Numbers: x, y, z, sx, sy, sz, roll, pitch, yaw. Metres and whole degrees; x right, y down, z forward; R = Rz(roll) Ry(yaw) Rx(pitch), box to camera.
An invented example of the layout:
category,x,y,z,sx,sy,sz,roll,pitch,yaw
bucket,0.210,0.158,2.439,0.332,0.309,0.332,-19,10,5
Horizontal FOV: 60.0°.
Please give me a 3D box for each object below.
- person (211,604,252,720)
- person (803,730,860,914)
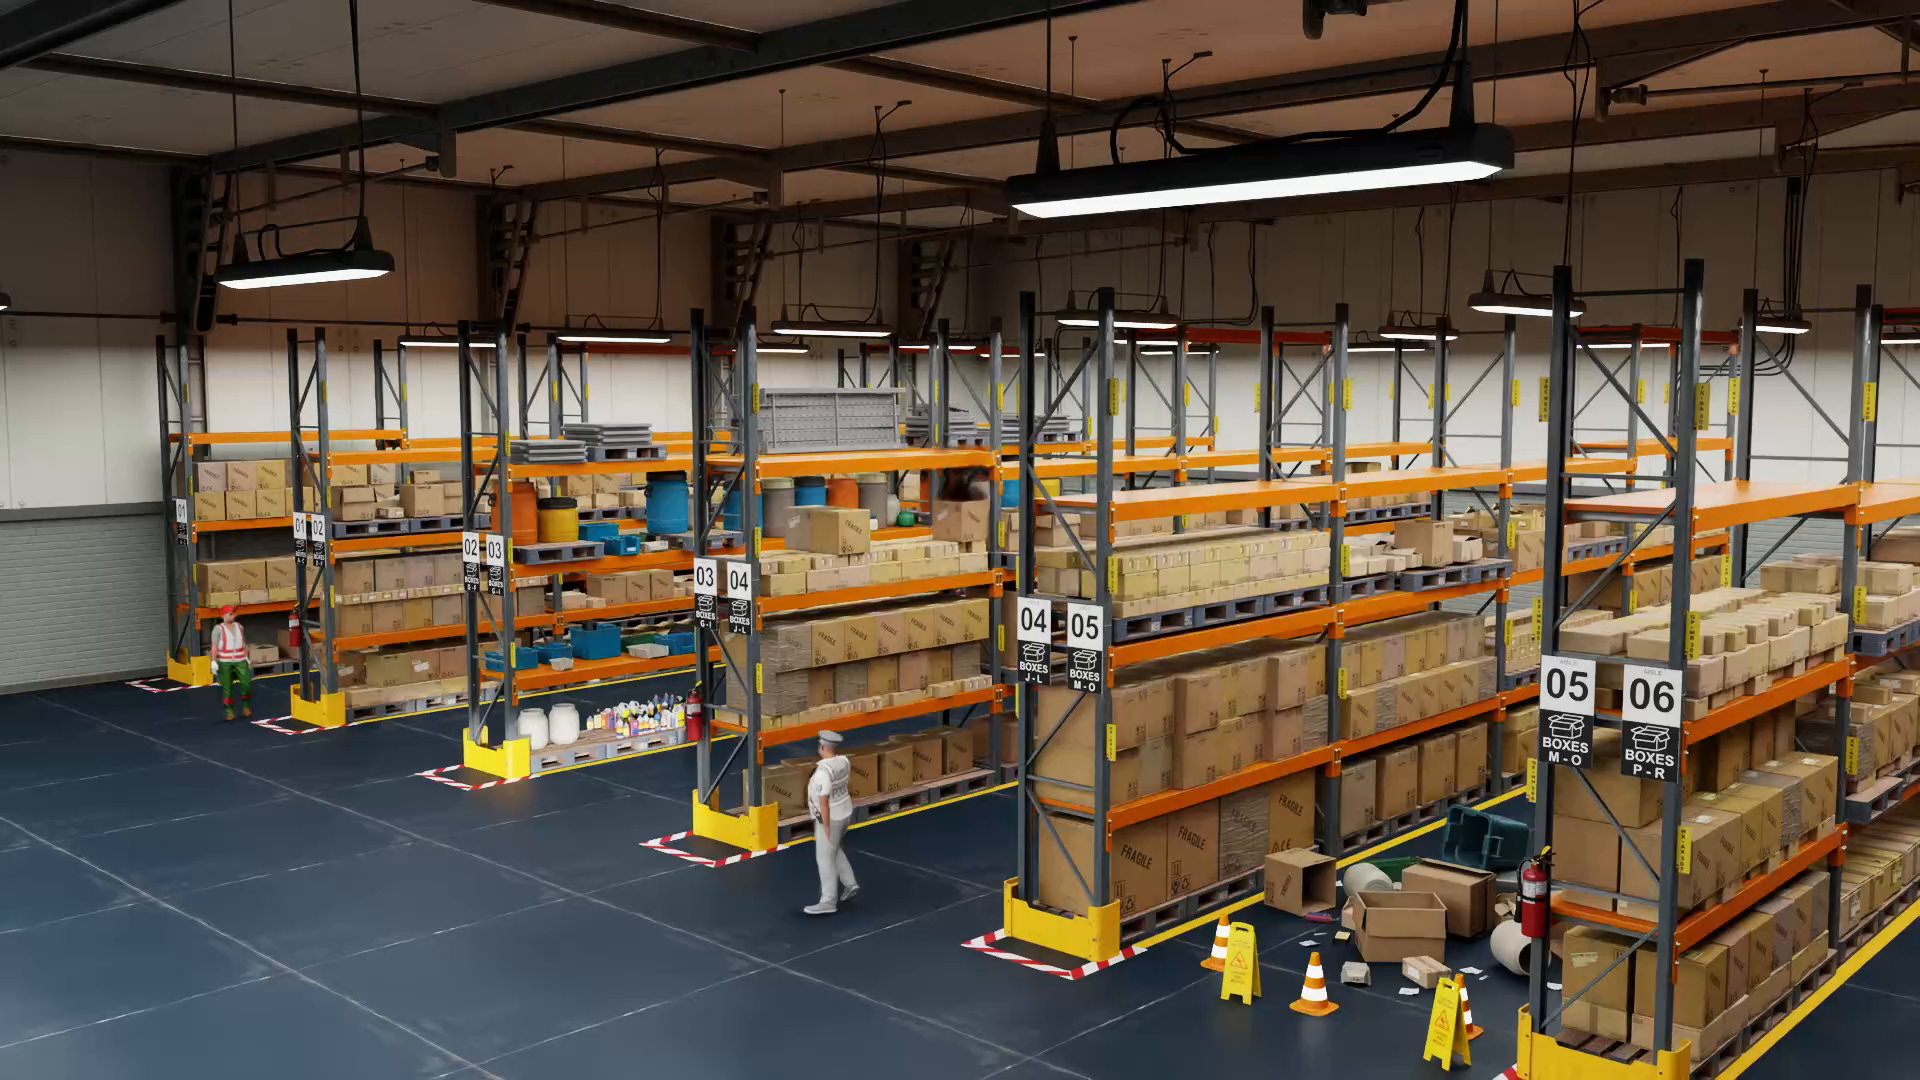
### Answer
category,x,y,z,sx,sy,sz,roll,pitch,yaw
person,-11.233,1.883,25.607,0.596,1.785,0.452,-3,6,-33
person,-1.257,2.749,16.332,0.444,1.780,0.618,2,6,19
